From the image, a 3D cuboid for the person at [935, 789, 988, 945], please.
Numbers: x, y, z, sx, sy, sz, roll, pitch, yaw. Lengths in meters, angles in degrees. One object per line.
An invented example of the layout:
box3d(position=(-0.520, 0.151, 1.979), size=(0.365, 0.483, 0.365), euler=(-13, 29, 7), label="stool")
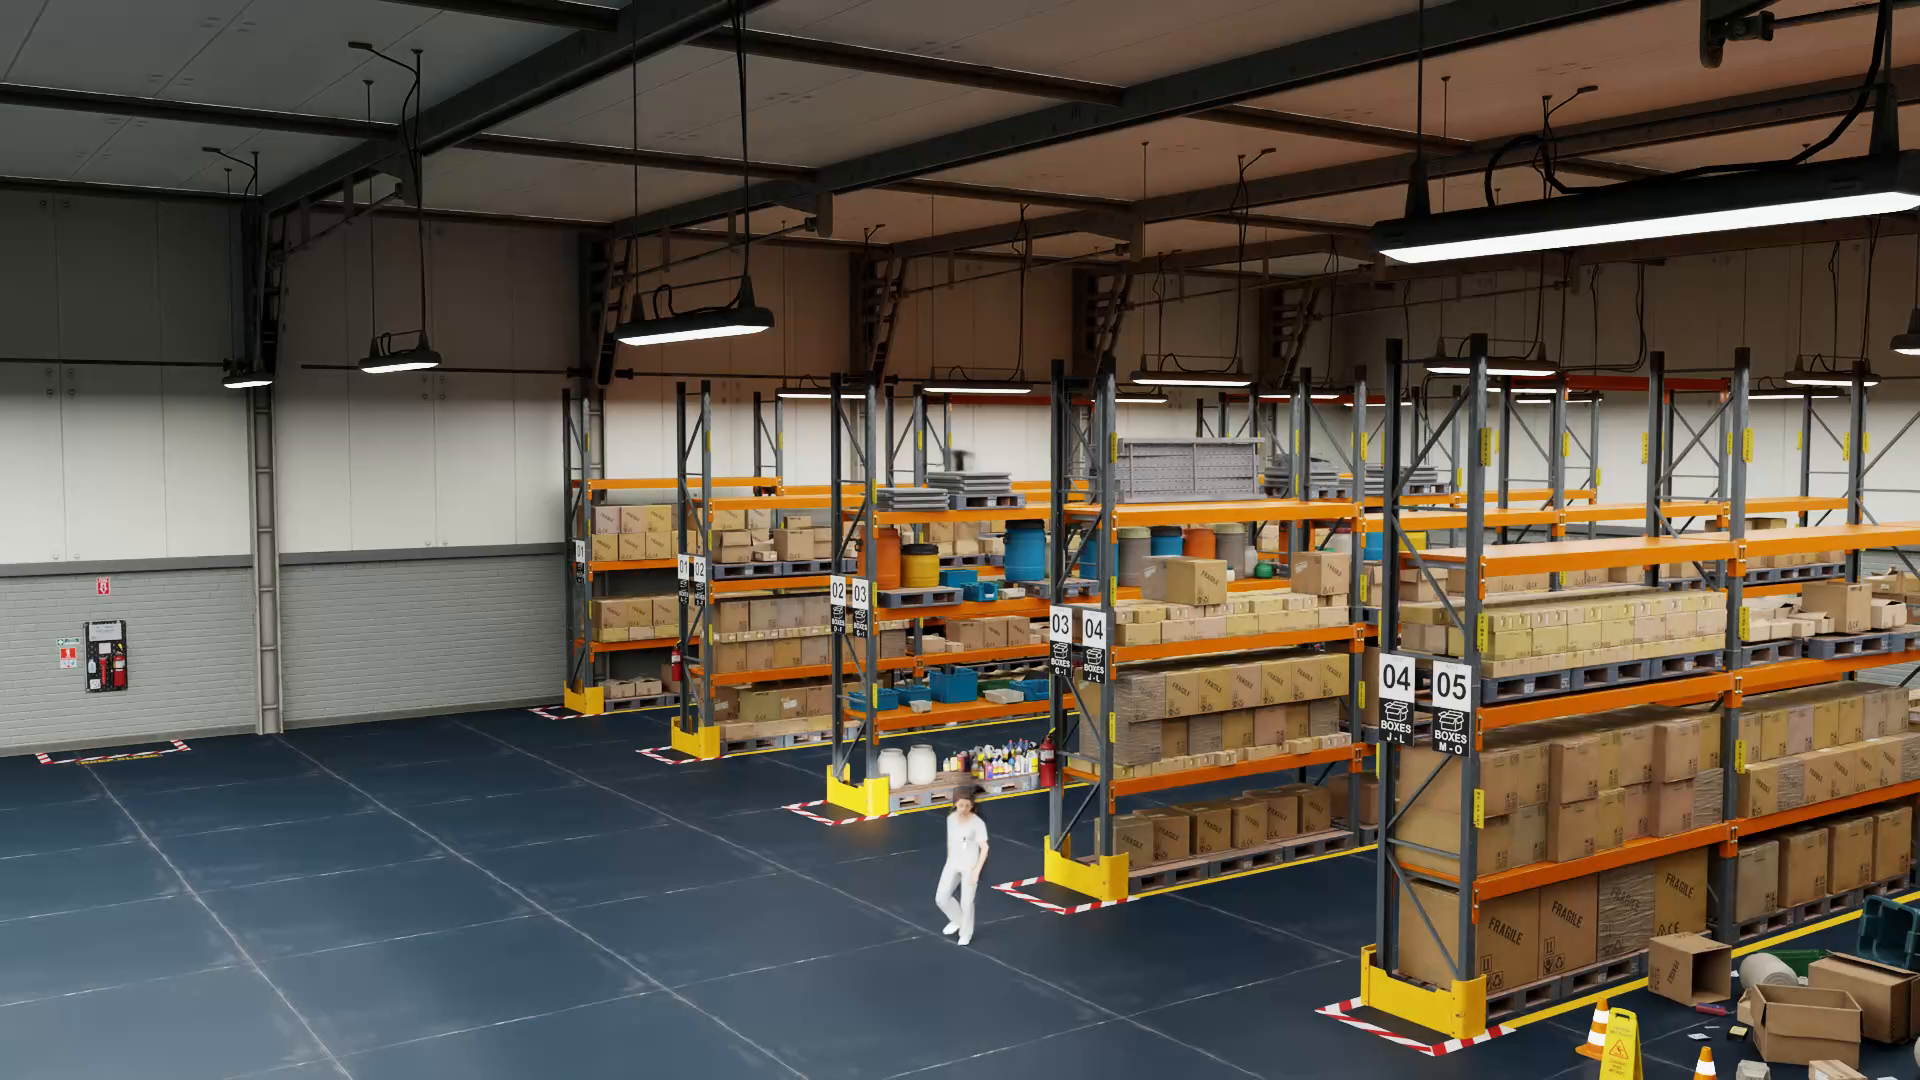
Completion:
box3d(position=(0.050, 3.281, 16.666), size=(0.561, 1.629, 0.600), euler=(2, 4, 23), label="person")
